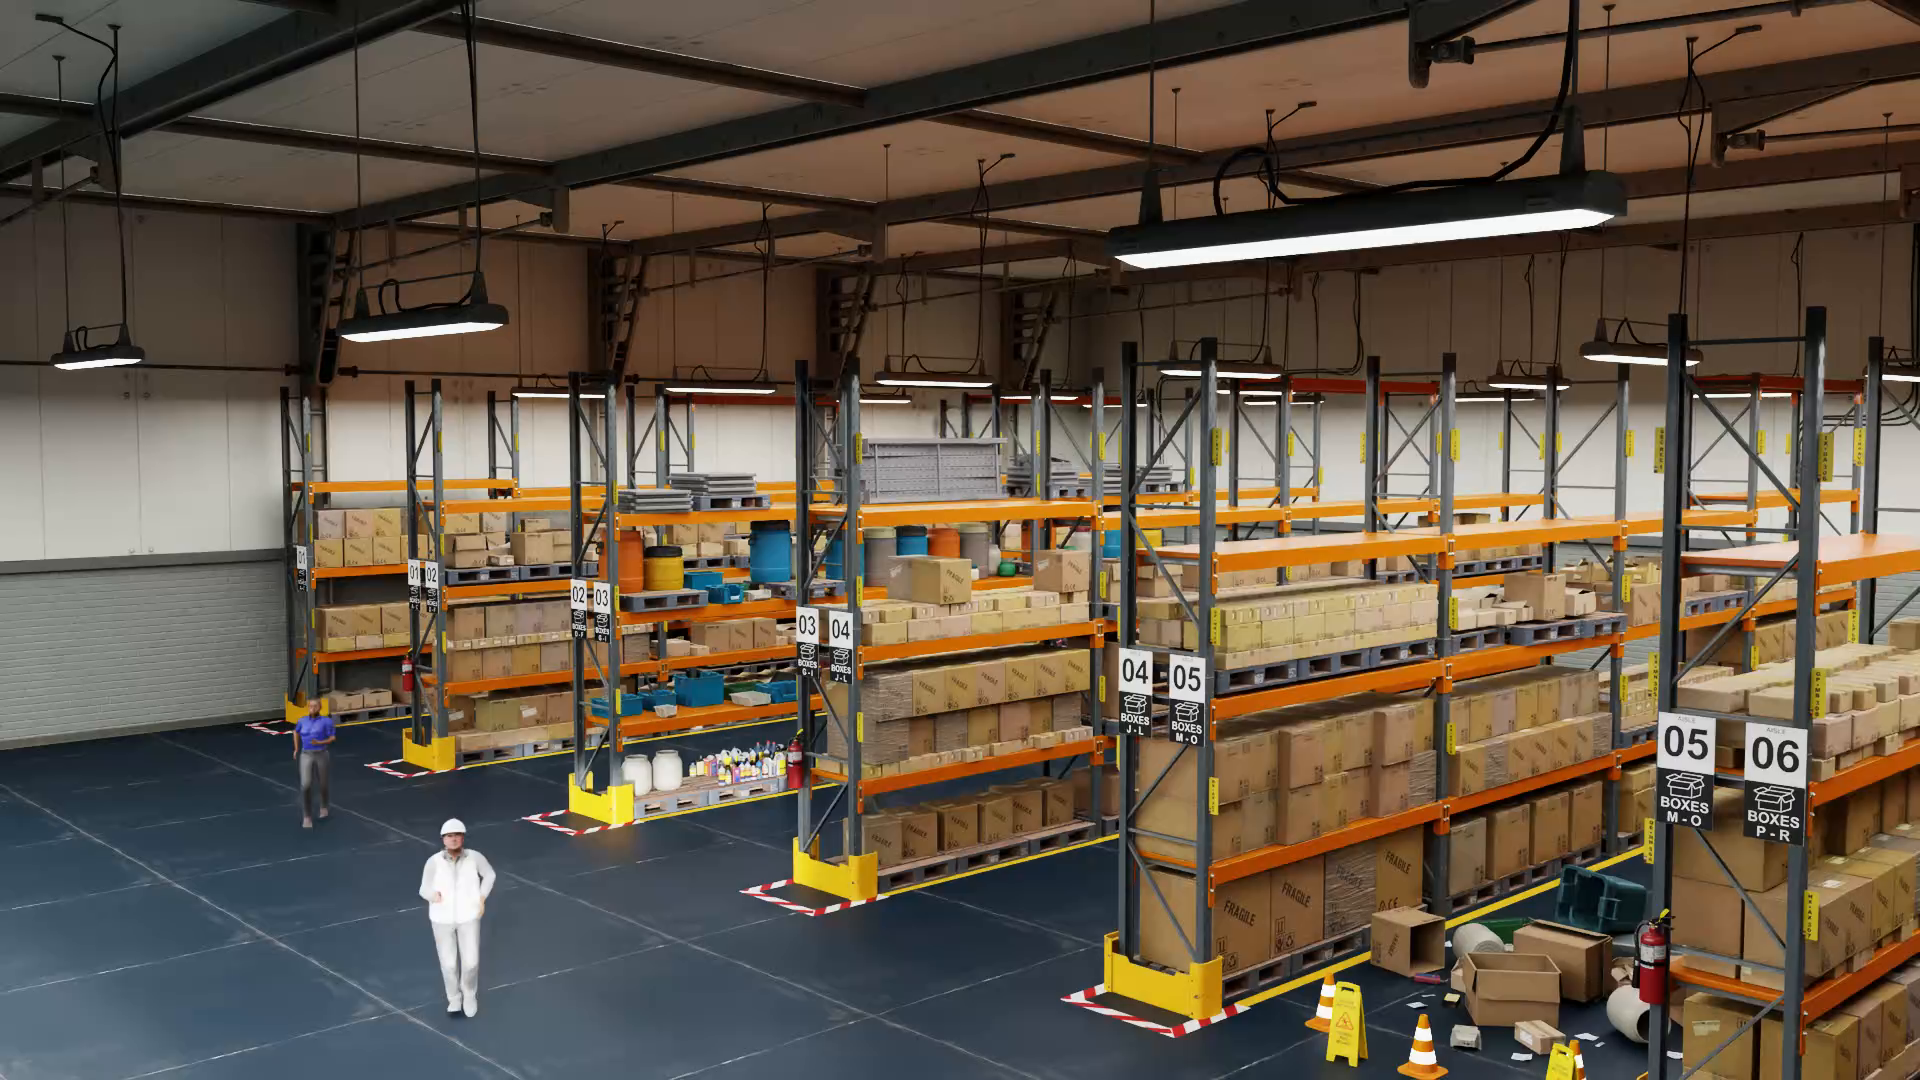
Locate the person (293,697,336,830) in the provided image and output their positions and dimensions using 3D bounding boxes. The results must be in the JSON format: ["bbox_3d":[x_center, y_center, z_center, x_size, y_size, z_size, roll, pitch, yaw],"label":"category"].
[{"bbox_3d":[-8.531,2.935,21.991,0.552,1.715,0.751,-1,4,-15],"label":"person"}]

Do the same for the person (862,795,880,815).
[{"bbox_3d":[-1.236,2.975,21.350,0.557,1.663,0.672,4,5,45],"label":"person"}]

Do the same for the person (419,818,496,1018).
[{"bbox_3d":[-4.428,3.352,14.654,0.642,1.767,0.647,-1,4,-14],"label":"person"}]
